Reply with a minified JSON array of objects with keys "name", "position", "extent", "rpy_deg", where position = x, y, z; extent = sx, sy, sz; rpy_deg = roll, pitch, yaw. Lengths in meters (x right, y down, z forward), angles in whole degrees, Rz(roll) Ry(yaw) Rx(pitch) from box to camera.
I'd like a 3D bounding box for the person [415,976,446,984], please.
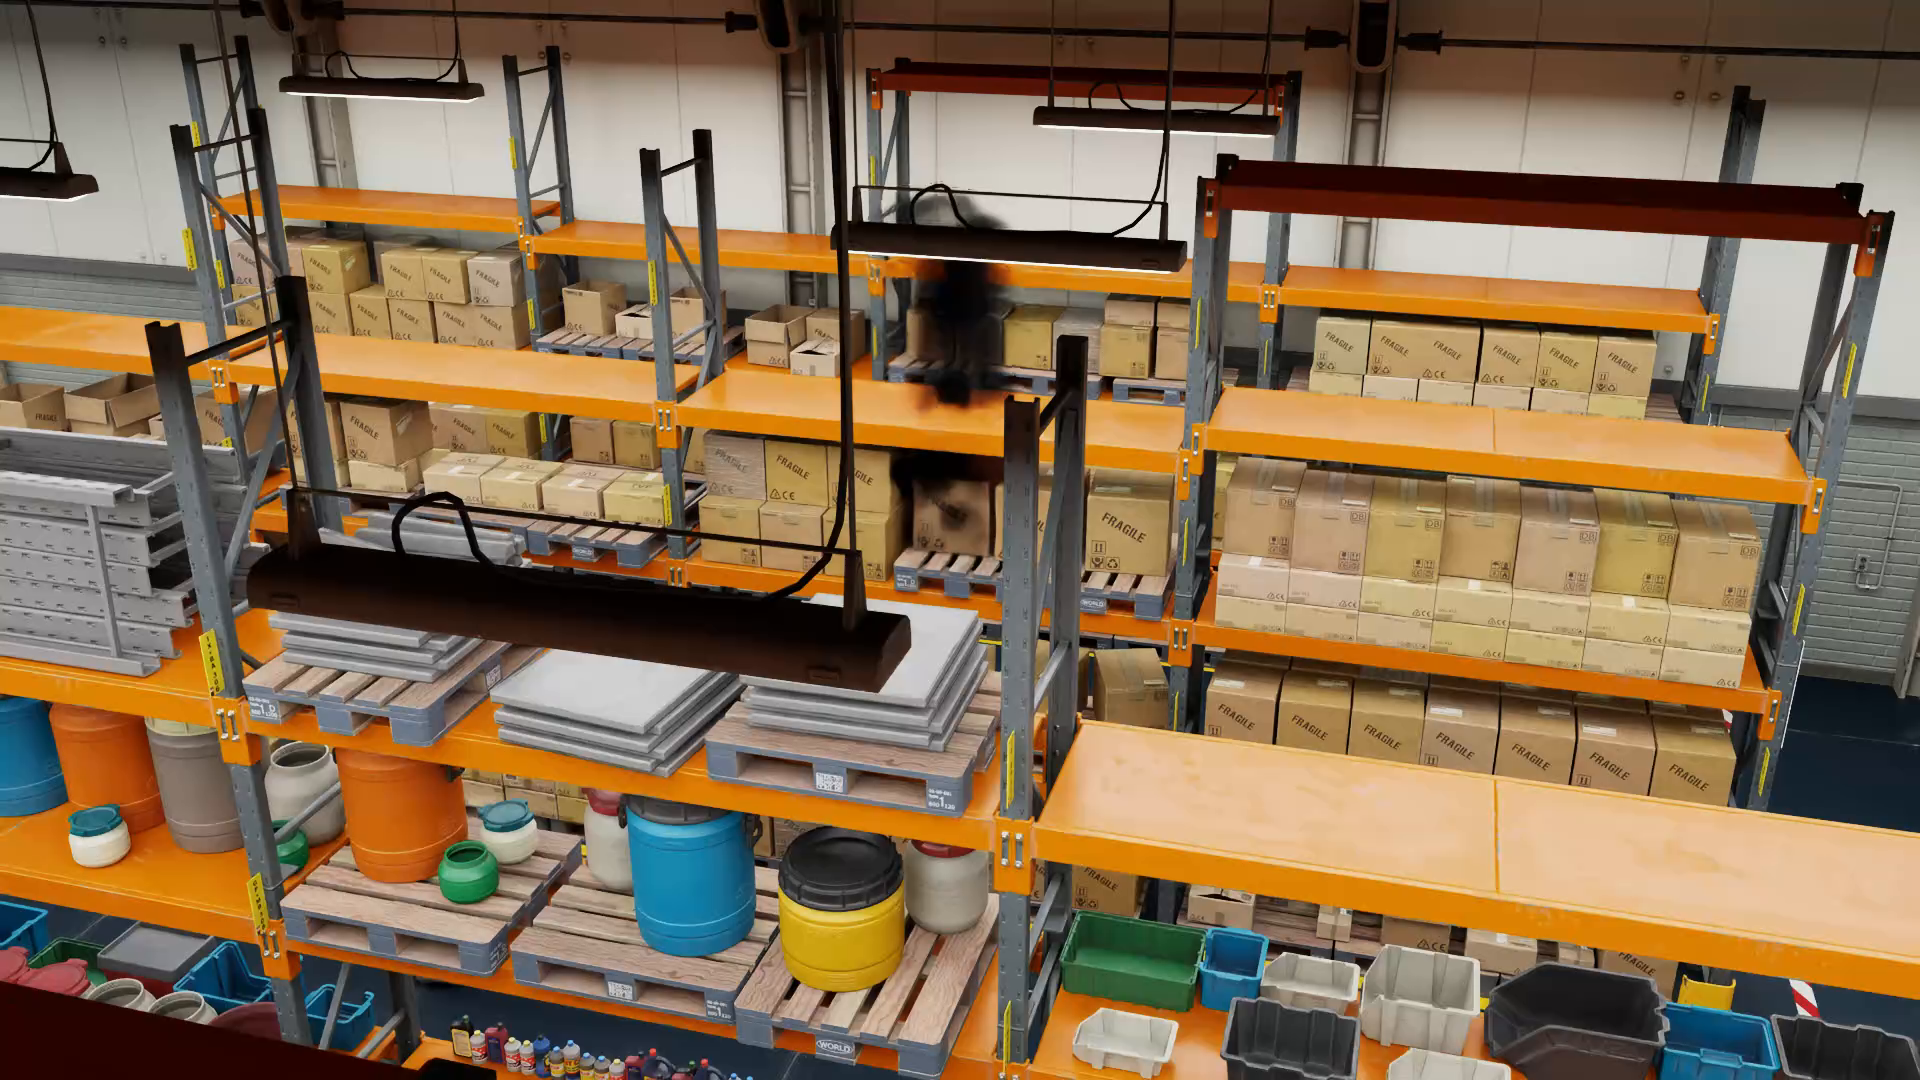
[{"name":"person","position":[-4.292,2.543,12.365],"extent":[0.885,1.697,0.642],"rpy_deg":[4,23,9]}]
